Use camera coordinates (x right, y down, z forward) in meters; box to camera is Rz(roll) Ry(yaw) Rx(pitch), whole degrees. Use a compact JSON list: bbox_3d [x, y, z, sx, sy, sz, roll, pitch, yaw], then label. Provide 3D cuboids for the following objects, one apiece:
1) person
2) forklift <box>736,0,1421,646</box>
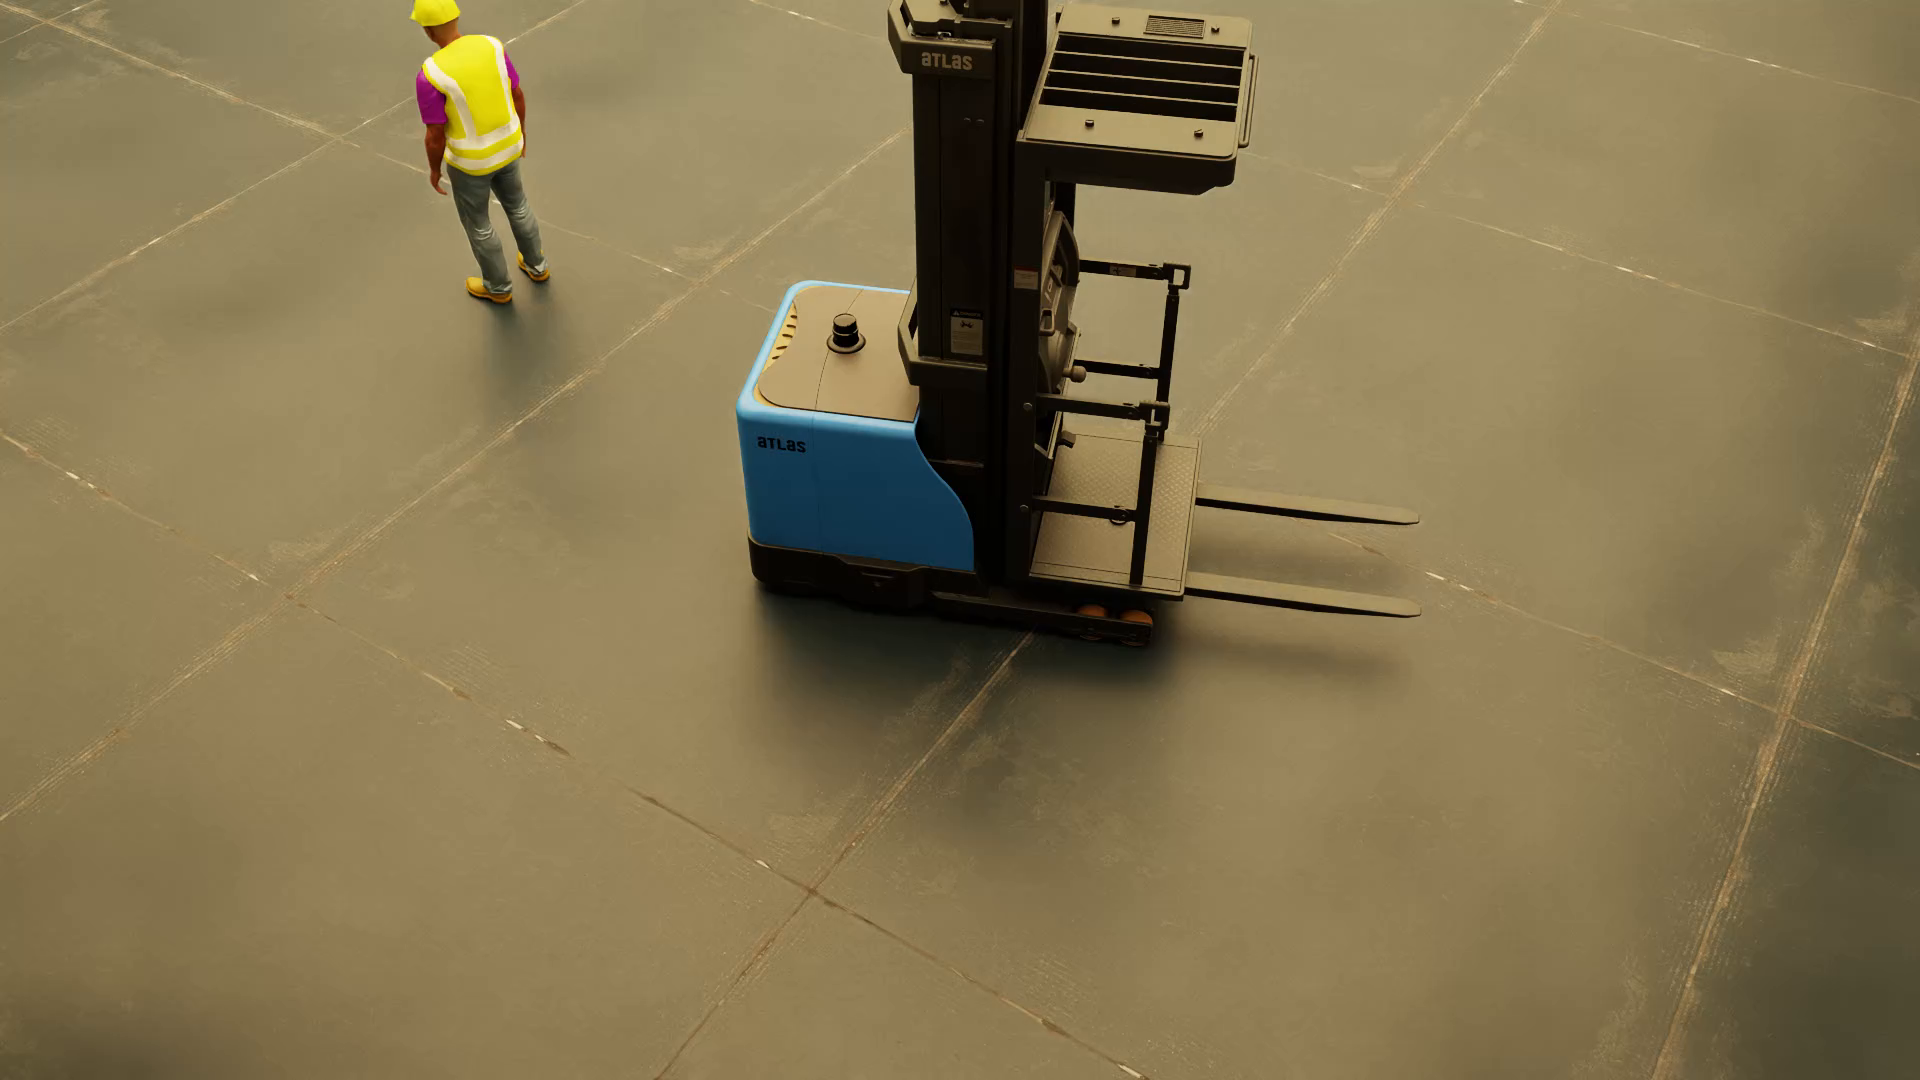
[{"bbox_3d":[-2.581,-2.094,8.911,0.461,1.761,0.627,31,51,28],"label":"person"},{"bbox_3d":[0.598,-0.987,6.890,3.031,2.935,1.130,7,44,8],"label":"forklift"}]
